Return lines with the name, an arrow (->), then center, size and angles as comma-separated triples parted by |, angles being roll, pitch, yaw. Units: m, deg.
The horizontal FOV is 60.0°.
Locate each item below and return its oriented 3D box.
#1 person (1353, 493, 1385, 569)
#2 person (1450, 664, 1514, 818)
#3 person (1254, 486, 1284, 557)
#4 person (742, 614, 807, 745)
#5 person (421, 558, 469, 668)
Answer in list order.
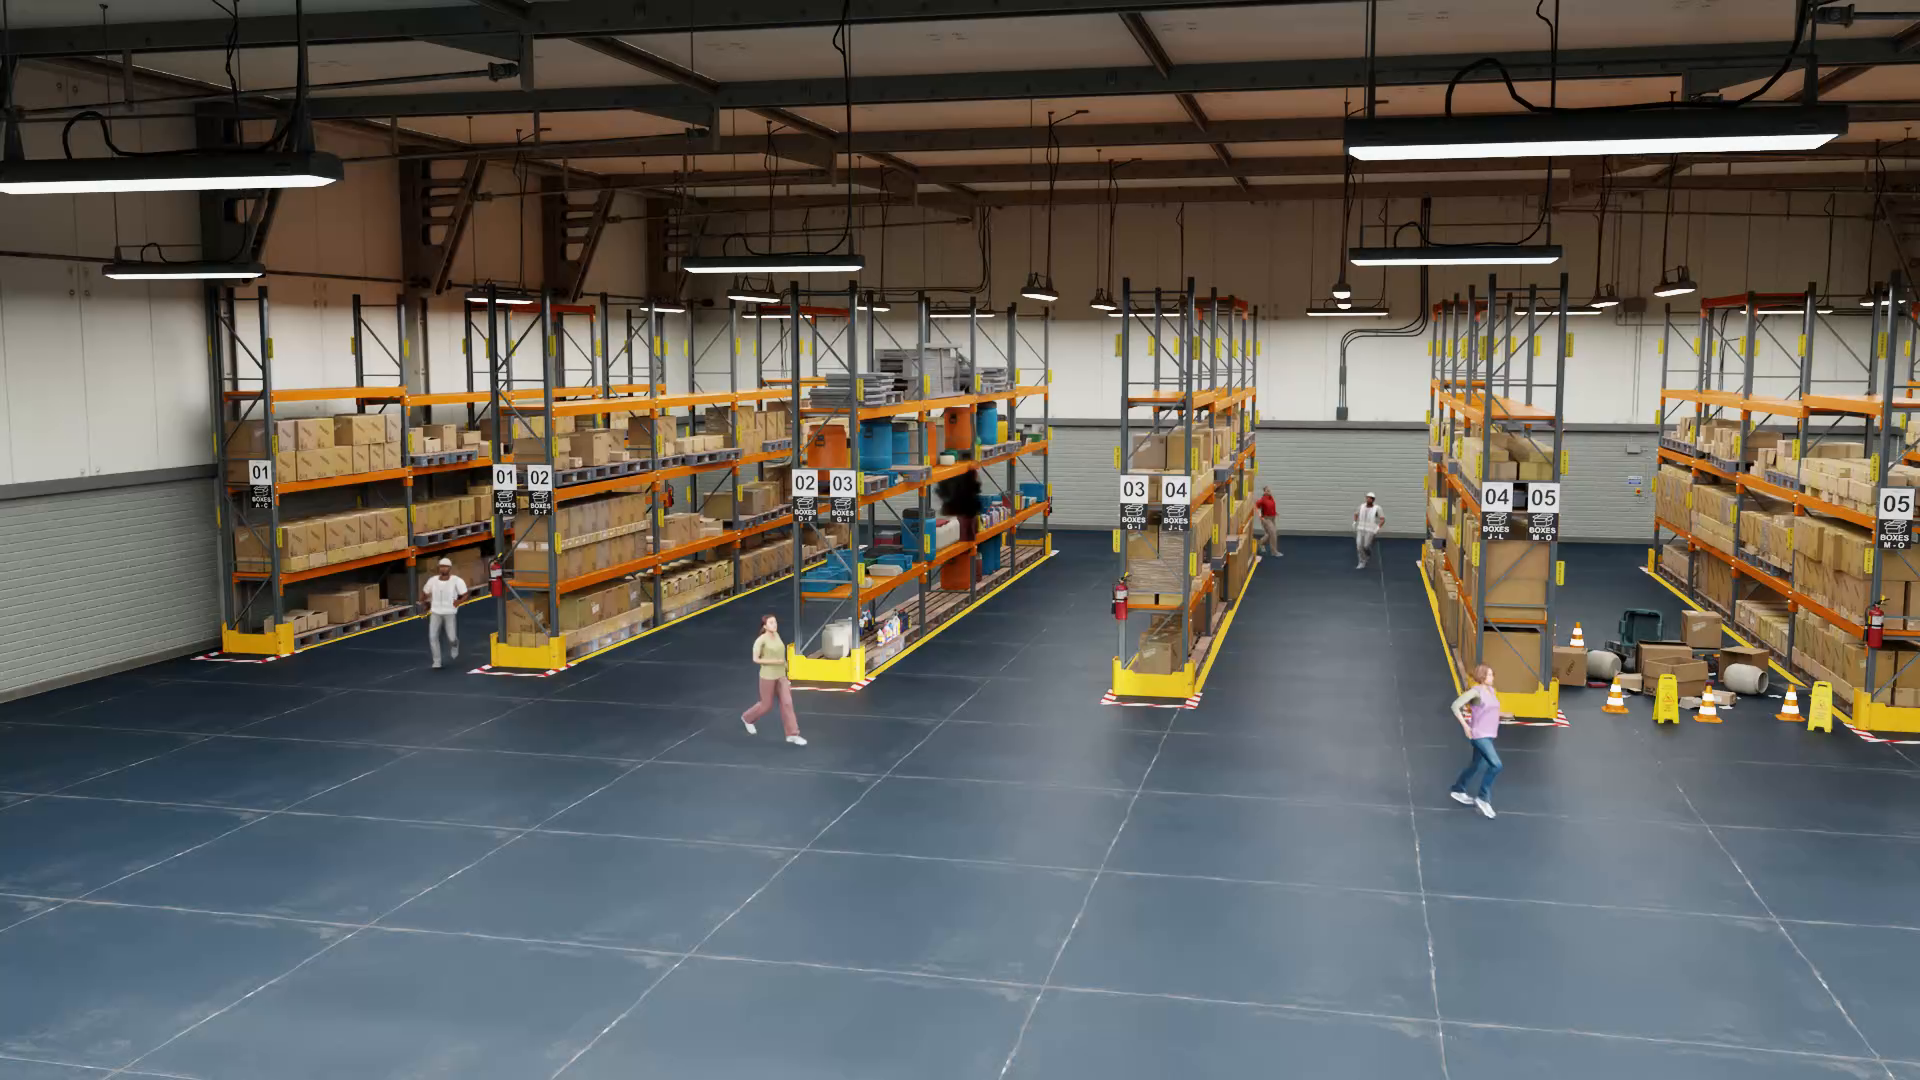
person -> 9.282, -0.208, 37.947 | 0.717, 1.748, 0.535 | 5, 8, 36
person -> 5.624, 2.154, 17.945 | 0.703, 1.639, 0.503 | 6, 9, 40
person -> 7.418, -0.462, 40.255 | 0.834, 1.701, 0.711 | 6, 9, 44
person -> -2.362, 1.740, 21.071 | 1.053, 1.626, 0.588 | 6, 9, 40
person -> -8.159, 1.148, 26.264 | 0.759, 1.724, 0.699 | 0, 7, -1
